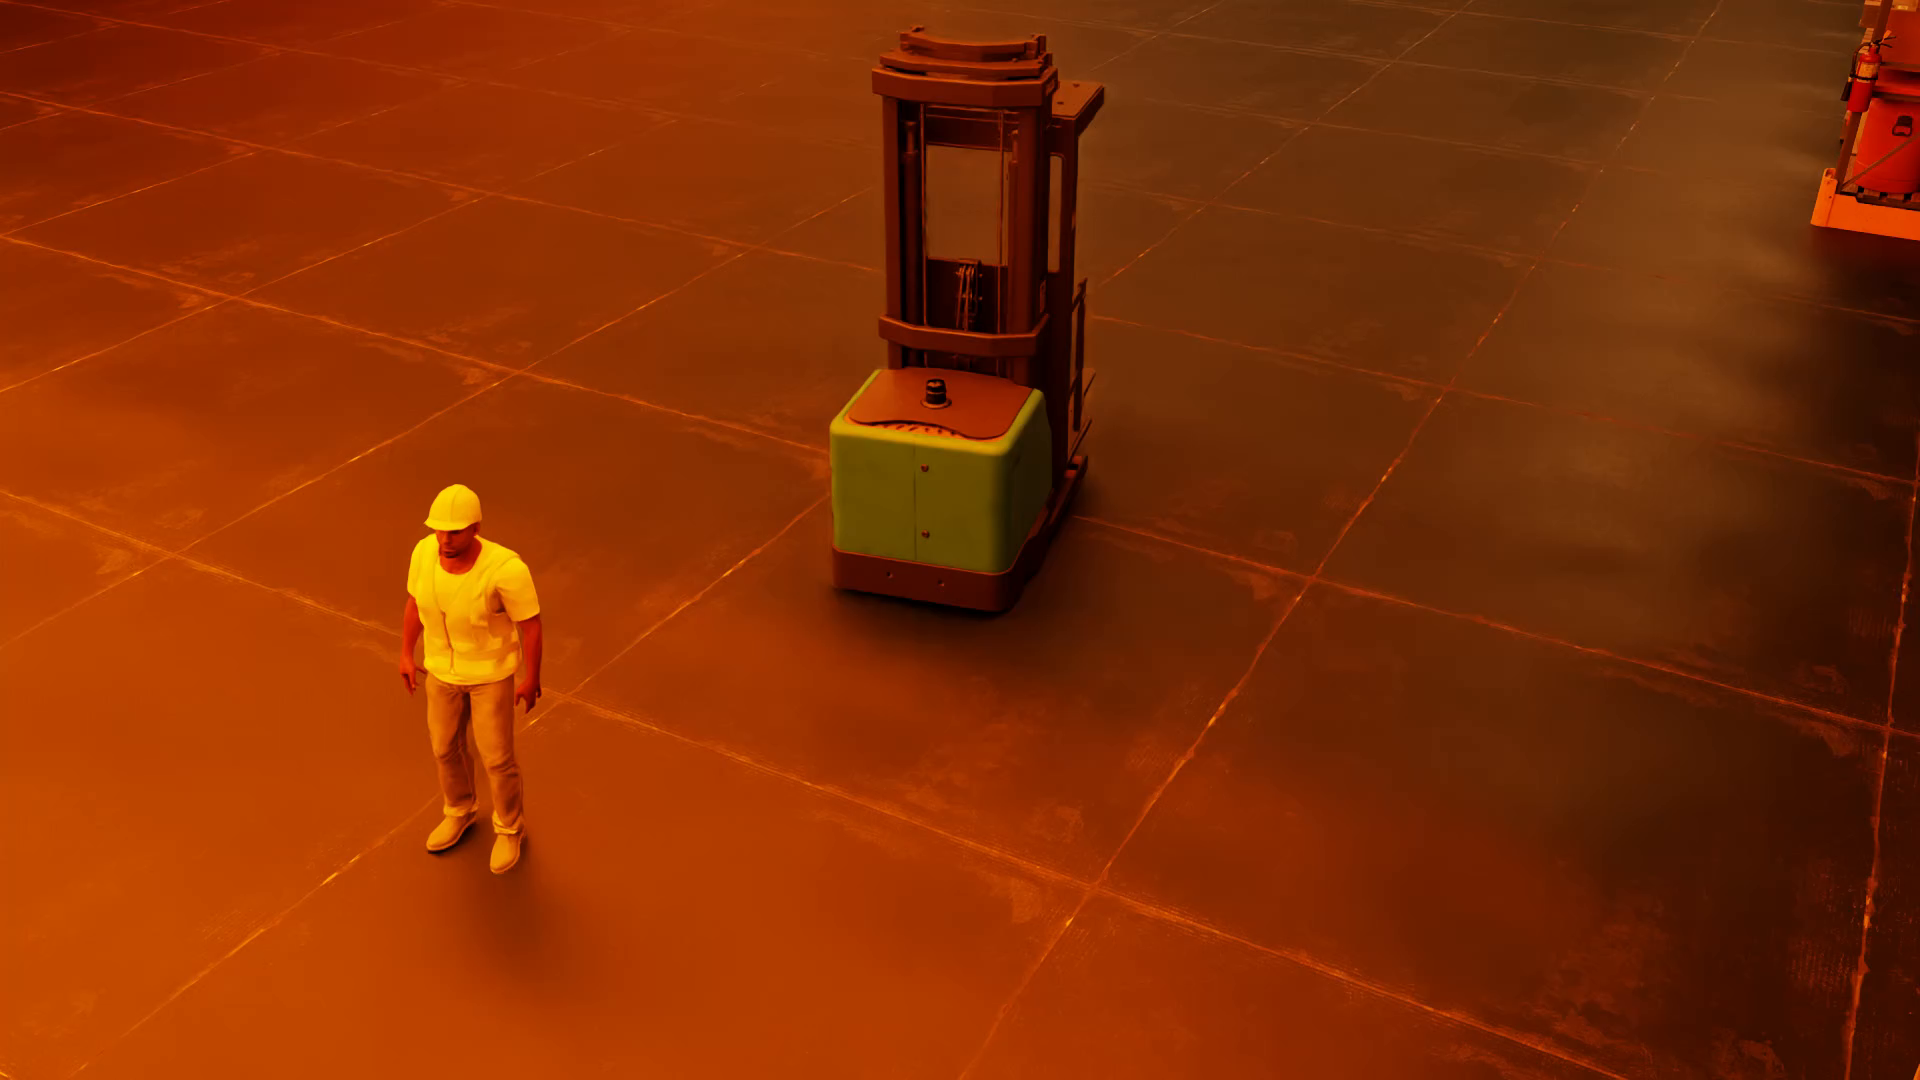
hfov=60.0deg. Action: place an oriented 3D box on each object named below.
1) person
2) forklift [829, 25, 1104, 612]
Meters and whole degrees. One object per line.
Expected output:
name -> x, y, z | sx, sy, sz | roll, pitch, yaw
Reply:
person -> -2.146, 0.592, 7.228 | 0.660, 1.780, 0.497 | 9, 31, 15
forklift -> 0.187, -1.598, 9.839 | 1.130, 2.935, 3.031 | 8, 31, 14
